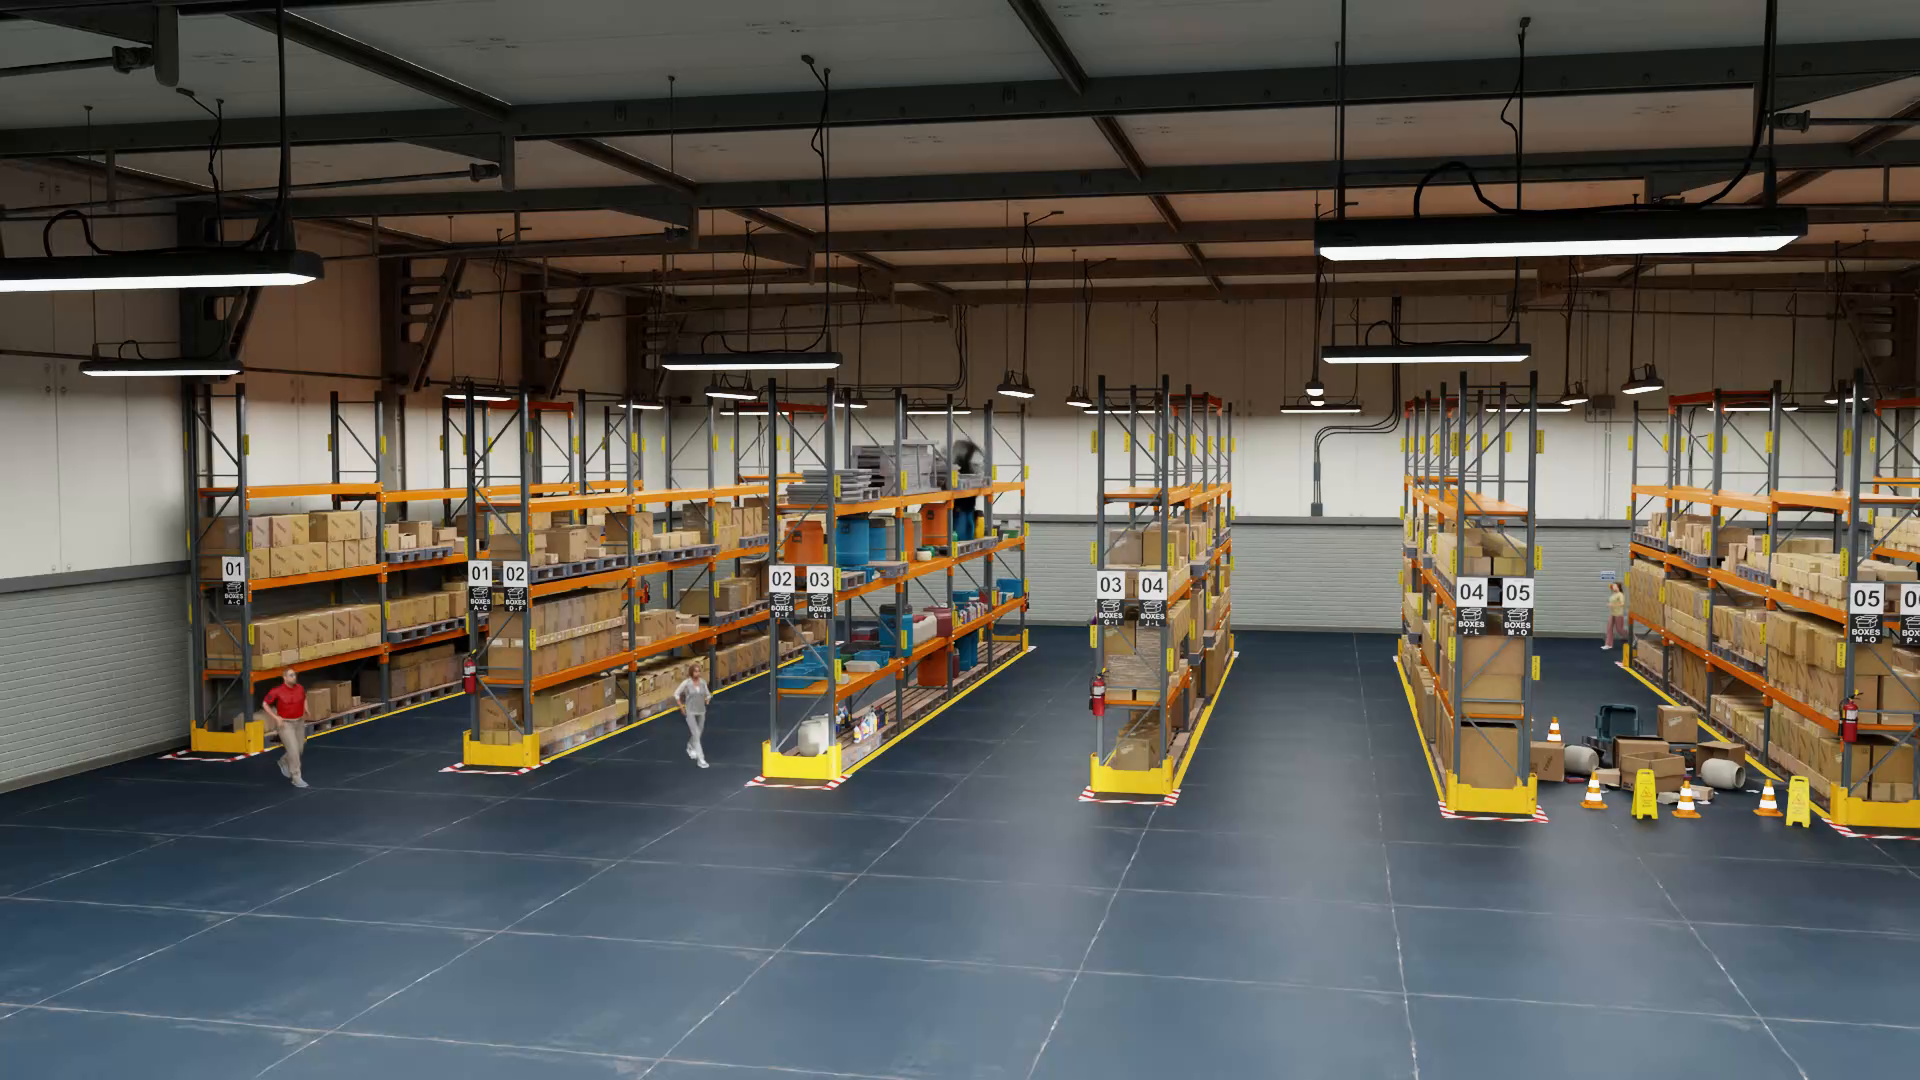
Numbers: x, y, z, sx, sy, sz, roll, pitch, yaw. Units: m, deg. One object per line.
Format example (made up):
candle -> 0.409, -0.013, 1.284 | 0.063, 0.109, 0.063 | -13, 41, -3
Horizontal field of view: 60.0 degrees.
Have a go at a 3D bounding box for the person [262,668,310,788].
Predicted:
person -> -9.909, 2.750, 24.508 | 0.827, 1.733, 0.682 | 2, 4, 32

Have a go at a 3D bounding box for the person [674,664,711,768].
person -> -4.132, 2.706, 25.846 | 0.548, 1.580, 0.827 | -2, 4, -36

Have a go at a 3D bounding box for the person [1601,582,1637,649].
person -> 16.034, 1.840, 40.483 | 0.907, 1.649, 0.579 | -1, 3, -9

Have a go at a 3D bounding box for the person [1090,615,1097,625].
person -> 3.098, 2.167, 34.941 | 0.672, 1.686, 0.714 | 0, 3, -3
